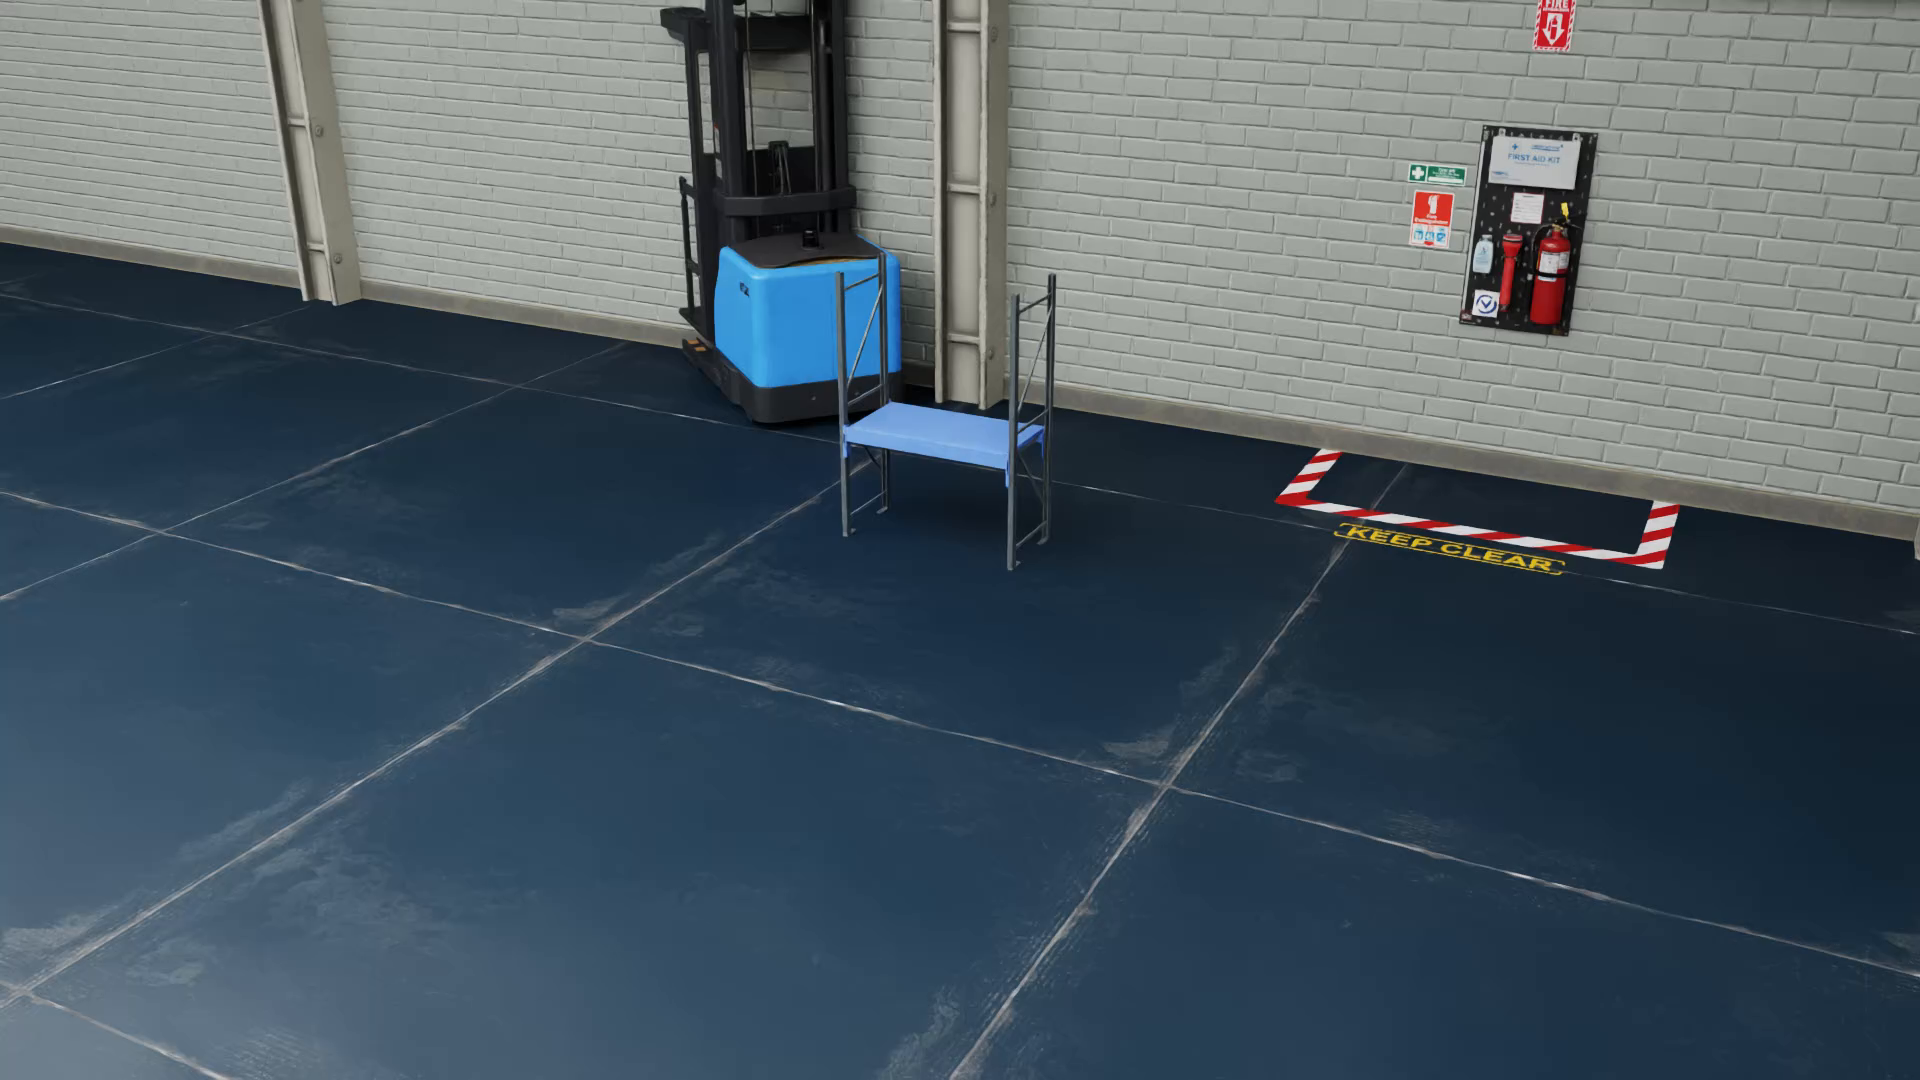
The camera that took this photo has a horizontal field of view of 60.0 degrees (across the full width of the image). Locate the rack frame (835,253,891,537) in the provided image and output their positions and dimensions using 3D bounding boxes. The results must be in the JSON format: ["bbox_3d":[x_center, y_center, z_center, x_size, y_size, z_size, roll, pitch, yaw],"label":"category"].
[{"bbox_3d":[-0.530,-0.795,9.203,0.032,1.500,0.500,11,25,25],"label":"rack frame"}]

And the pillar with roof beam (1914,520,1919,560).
[{"bbox_3d":[3.480,-2.553,3.755,0.400,9.000,9.100,11,25,25],"label":"pillar with roof beam"}]

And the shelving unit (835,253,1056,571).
[{"bbox_3d":[-0.076,-0.705,8.992,1.048,1.500,0.538,11,25,25],"label":"shelving unit"}]

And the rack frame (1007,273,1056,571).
[{"bbox_3d":[0.378,-0.615,8.781,0.032,1.500,0.500,11,25,25],"label":"rack frame"}]

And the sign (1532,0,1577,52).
[{"bbox_3d":[3.272,-2.849,9.153,0.199,0.298,0.001,11,25,25],"label":"sign"}]

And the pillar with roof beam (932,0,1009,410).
[{"bbox_3d":[-1.874,-3.613,6.246,0.400,9.000,9.100,11,25,25],"label":"pillar with roof beam"}]

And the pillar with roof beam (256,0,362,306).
[{"bbox_3d":[-7.229,-4.672,8.738,0.400,9.000,9.100,11,25,25],"label":"pillar with roof beam"}]

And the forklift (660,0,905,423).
[{"bbox_3d":[-1.415,-2.657,11.753,1.130,2.935,3.031,-9,25,-21],"label":"forklift"}]

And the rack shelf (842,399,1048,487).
[{"bbox_3d":[-0.076,-0.540,9.062,1.000,0.185,0.538,11,25,25],"label":"rack shelf"}]

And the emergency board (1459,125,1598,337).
[{"bbox_3d":[3.234,-1.746,9.522,0.643,1.169,0.194,11,25,25],"label":"emergency board"}]

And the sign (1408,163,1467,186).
[{"bbox_3d":[2.788,-2.136,9.716,0.331,0.109,0.001,11,25,25],"label":"sign"}]

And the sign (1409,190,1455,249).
[{"bbox_3d":[2.787,-1.896,9.829,0.234,0.329,0.001,11,25,25],"label":"sign"}]

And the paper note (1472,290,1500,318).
[{"bbox_3d":[3.108,-1.396,9.825,0.142,0.148,0.016,11,25,25],"label":"paper note"}]
